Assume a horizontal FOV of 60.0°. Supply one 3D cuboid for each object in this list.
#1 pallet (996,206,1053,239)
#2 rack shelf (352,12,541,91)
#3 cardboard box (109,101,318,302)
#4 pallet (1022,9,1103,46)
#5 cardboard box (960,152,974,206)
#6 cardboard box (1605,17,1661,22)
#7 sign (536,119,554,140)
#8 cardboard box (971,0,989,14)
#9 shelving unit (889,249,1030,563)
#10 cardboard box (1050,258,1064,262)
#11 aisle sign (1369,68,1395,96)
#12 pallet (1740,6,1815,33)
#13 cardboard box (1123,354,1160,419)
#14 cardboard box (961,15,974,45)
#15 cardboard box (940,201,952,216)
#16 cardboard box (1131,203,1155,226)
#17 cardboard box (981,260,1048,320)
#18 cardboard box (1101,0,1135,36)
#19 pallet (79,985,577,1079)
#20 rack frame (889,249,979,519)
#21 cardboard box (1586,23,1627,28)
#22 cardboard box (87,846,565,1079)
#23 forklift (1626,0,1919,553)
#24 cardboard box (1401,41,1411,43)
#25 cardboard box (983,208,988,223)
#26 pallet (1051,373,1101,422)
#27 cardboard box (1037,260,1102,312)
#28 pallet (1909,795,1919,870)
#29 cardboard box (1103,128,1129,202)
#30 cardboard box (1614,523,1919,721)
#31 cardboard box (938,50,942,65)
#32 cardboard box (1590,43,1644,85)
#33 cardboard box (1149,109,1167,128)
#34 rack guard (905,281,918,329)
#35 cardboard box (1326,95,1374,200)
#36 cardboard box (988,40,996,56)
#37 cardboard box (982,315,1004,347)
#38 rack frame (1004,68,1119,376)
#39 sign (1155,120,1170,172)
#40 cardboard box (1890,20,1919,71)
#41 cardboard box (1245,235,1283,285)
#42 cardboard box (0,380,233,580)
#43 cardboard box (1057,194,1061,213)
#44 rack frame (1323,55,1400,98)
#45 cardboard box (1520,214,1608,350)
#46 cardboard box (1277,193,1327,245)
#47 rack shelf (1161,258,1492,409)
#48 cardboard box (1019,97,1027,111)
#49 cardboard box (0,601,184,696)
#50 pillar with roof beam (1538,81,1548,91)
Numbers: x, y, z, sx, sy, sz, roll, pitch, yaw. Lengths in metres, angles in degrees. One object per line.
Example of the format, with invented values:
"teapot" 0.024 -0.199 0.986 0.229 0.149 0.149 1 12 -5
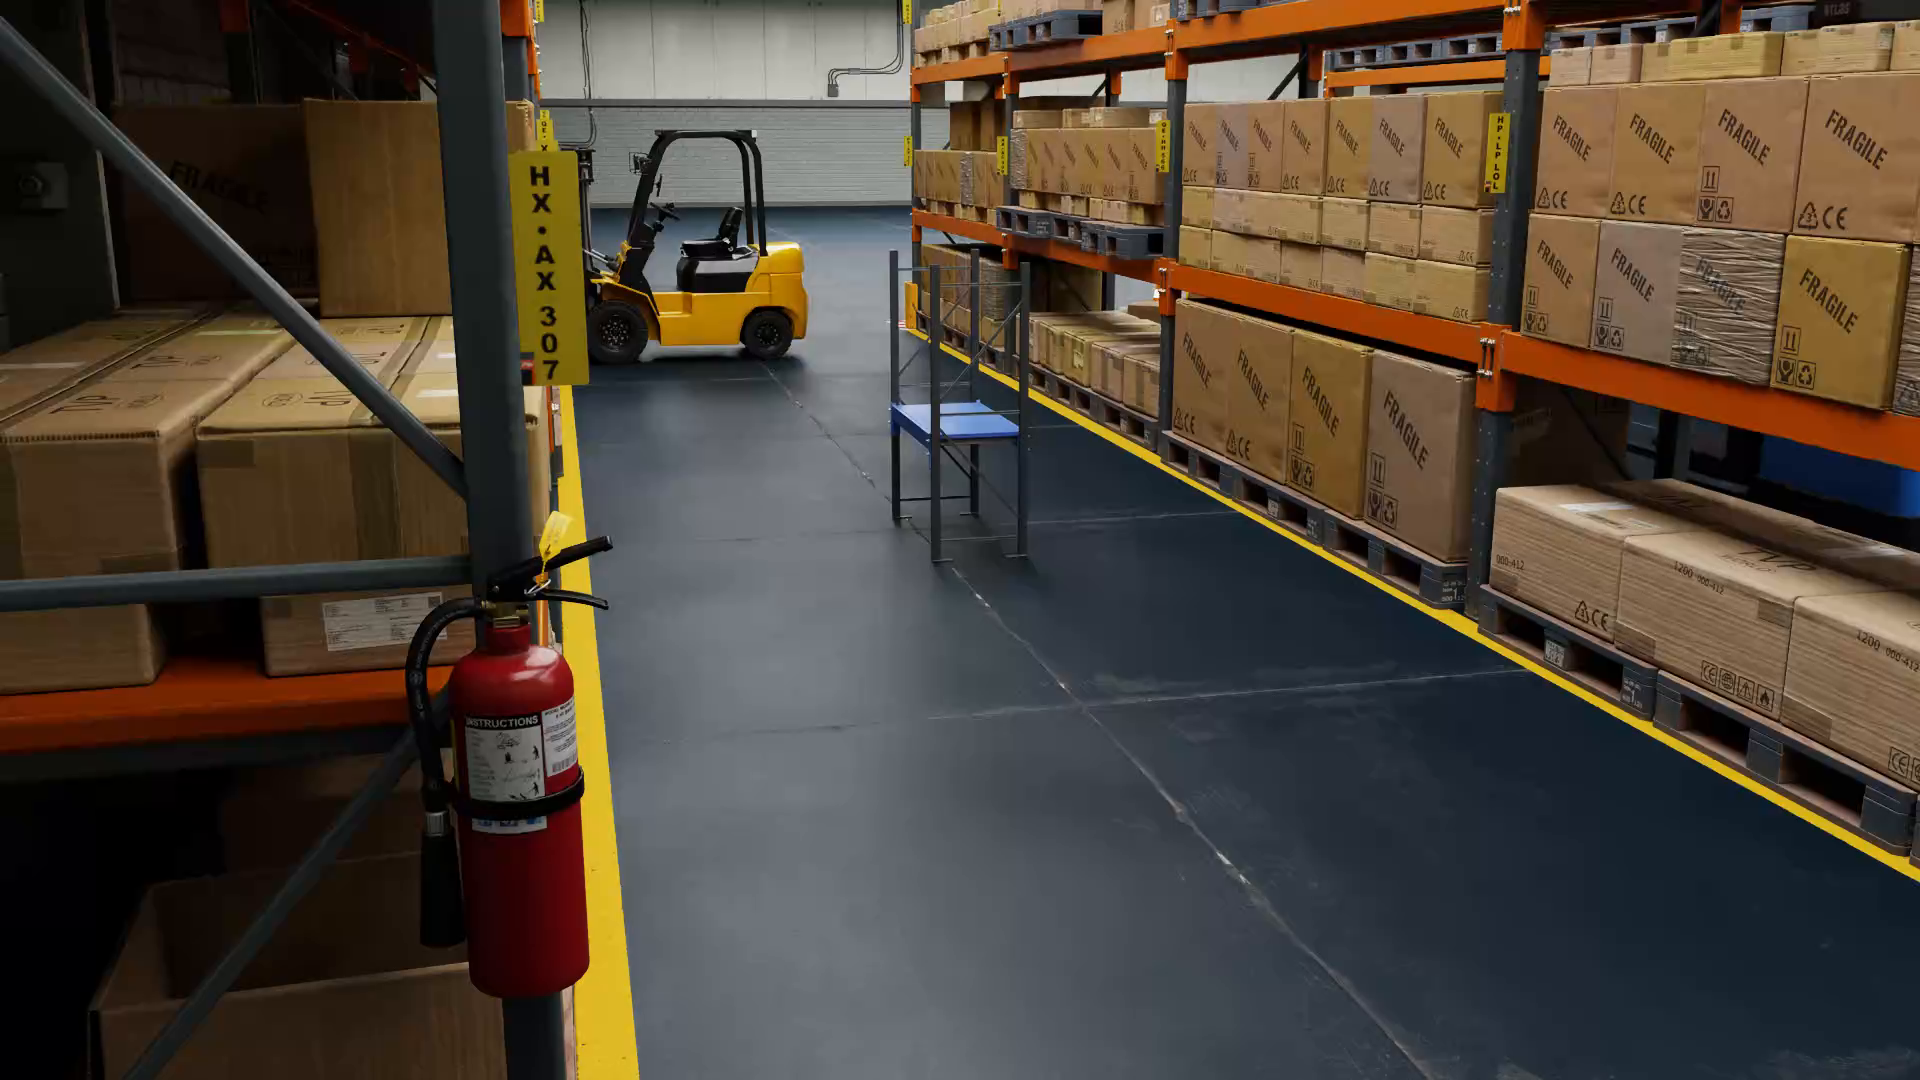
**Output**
"pallet" 0.937 -2.696 14.044 1.003 0.211 1.213 -3 14 -13
"rack shelf" -3.455 -3.342 11.481 1.077 0.370 4.000 -3 14 -13
"cardboard box" -1.955 -0.928 4.513 0.500 0.500 0.500 -4 14 -15
"pallet" 1.187 -3.952 12.857 1.213 0.211 1.003 -3 14 -13
"cardboard box" 0.299 -3.493 16.065 0.500 0.500 0.500 -3 14 -12
"cardboard box" 5.763 -4.522 14.231 0.380 0.149 0.250 -3 14 -13
"sign" -2.460 -2.329 9.868 0.100 0.325 0.005 -3 14 -13
"cardboard box" 0.314 -4.930 15.314 0.380 0.149 0.250 -3 14 -12
"shelving unit" -0.020 -0.748 8.830 0.538 1.500 1.048 -3 14 -13
"cardboard box" 1.052 -2.704 15.637 0.380 0.149 0.250 -3 14 -12
"aisle sign" 5.023 -5.491 19.605 0.394 0.787 0.004 -3 14 -13
"pallet" 6.424 -3.861 12.486 1.213 0.211 1.003 -3 14 -11
"cardboard box" 1.716 -1.109 11.797 0.950 0.372 0.625 -4 14 -17
"cardboard box" 0.308 -4.824 15.720 0.500 0.250 0.500 -4 14 -14
"cardboard box" 0.003 -3.442 17.224 0.380 0.149 0.250 -3 14 -12
"cardboard box" 1.400 -2.253 11.472 0.380 0.149 0.250 -3 14 -12
"cardboard box" 0.499 -2.327 15.461 0.500 0.500 0.500 -3 14 -14
"cardboard box" 1.453 -3.908 12.065 0.797 0.503 0.637 -3 14 -13
"pallet" -1.313 1.226 3.465 1.003 0.211 1.213 -3 14 -13
"rack frame" -0.139 -0.866 9.310 0.500 1.500 0.032 -3 14 -13
"cardboard box" 6.008 -4.755 14.971 0.500 0.250 0.500 -3 14 -13
"cardboard box" -1.158 0.935 3.155 0.797 0.503 0.637 -4 14 -15
"forklift" 4.745 -1.601 9.306 1.130 2.935 3.031 -3 14 -12
"cardboard box" 4.873 -5.336 17.562 0.380 0.149 0.250 -3 14 -13
"cardboard box" 0.432 -3.088 15.776 0.380 0.149 0.250 -3 14 -14
"pallet" 1.373 -1.157 13.218 1.003 0.211 1.213 -3 14 -13
"cardboard box" 1.023 -2.357 15.583 0.500 0.500 0.500 -3 14 -11
"pallet" 3.454 0.970 4.513 1.003 0.211 1.213 -3 14 -13
"cardboard box" 1.330 -2.656 11.754 0.500 0.500 0.500 -4 14 -14
"cardboard box" 3.032 0.270 6.014 0.875 0.438 0.875 -4 14 -15
"cardboard box" -0.018 -4.962 17.126 0.380 0.149 0.250 -3 14 -14
"cardboard box" 2.676 -1.832 6.419 0.380 0.149 0.250 -3 14 -12
"cardboard box" 1.489 -3.371 13.317 0.380 0.149 0.250 -4 14 -16
"rack guard" -0.022 -2.664 18.778 1.175 0.500 0.348 -3 14 -13
"cardboard box" 2.200 -1.988 8.426 0.500 0.500 0.500 -3 14 -11
"cardboard box" 0.471 -4.485 15.173 0.380 0.149 0.250 -3 14 -13
"cardboard box" 0.499 -1.963 15.550 0.500 0.250 0.500 -3 14 -11
"rack frame" 0.899 -2.973 14.776 1.000 3.000 0.127 -3 14 -13
"sign" 1.313 -2.542 10.739 0.100 0.325 0.005 -3 14 -13
"cardboard box" 3.042 -1.479 4.975 0.380 0.149 0.250 -3 14 -11
"cardboard box" 1.964 -1.612 9.520 0.500 0.250 0.500 -3 14 -11
"cardboard box" -1.473 -0.090 2.666 0.500 0.250 0.500 -3 14 -12
"cardboard box" 0.989 -2.672 13.188 0.380 0.149 0.250 -3 14 -13
"rack frame" 4.748 -4.195 19.778 1.000 3.000 0.127 -3 14 -13
"cardboard box" 2.634 -1.053 6.708 0.500 0.500 0.500 -3 14 -11
"cardboard box" 2.049 -1.737 8.979 0.500 0.250 0.500 -3 14 -12
"rack shelf" 2.308 -1.240 9.196 1.077 0.370 4.000 -3 14 -13
"cardboard box" 0.908 -3.885 15.563 0.700 0.500 0.500 -3 14 -13
"cardboard box" -1.445 0.133 2.591 0.380 0.149 0.250 -3 14 -14
"pillar with roof beam" 13.812 -14.758 50.375 9.100 9.000 0.548 -3 14 -13
